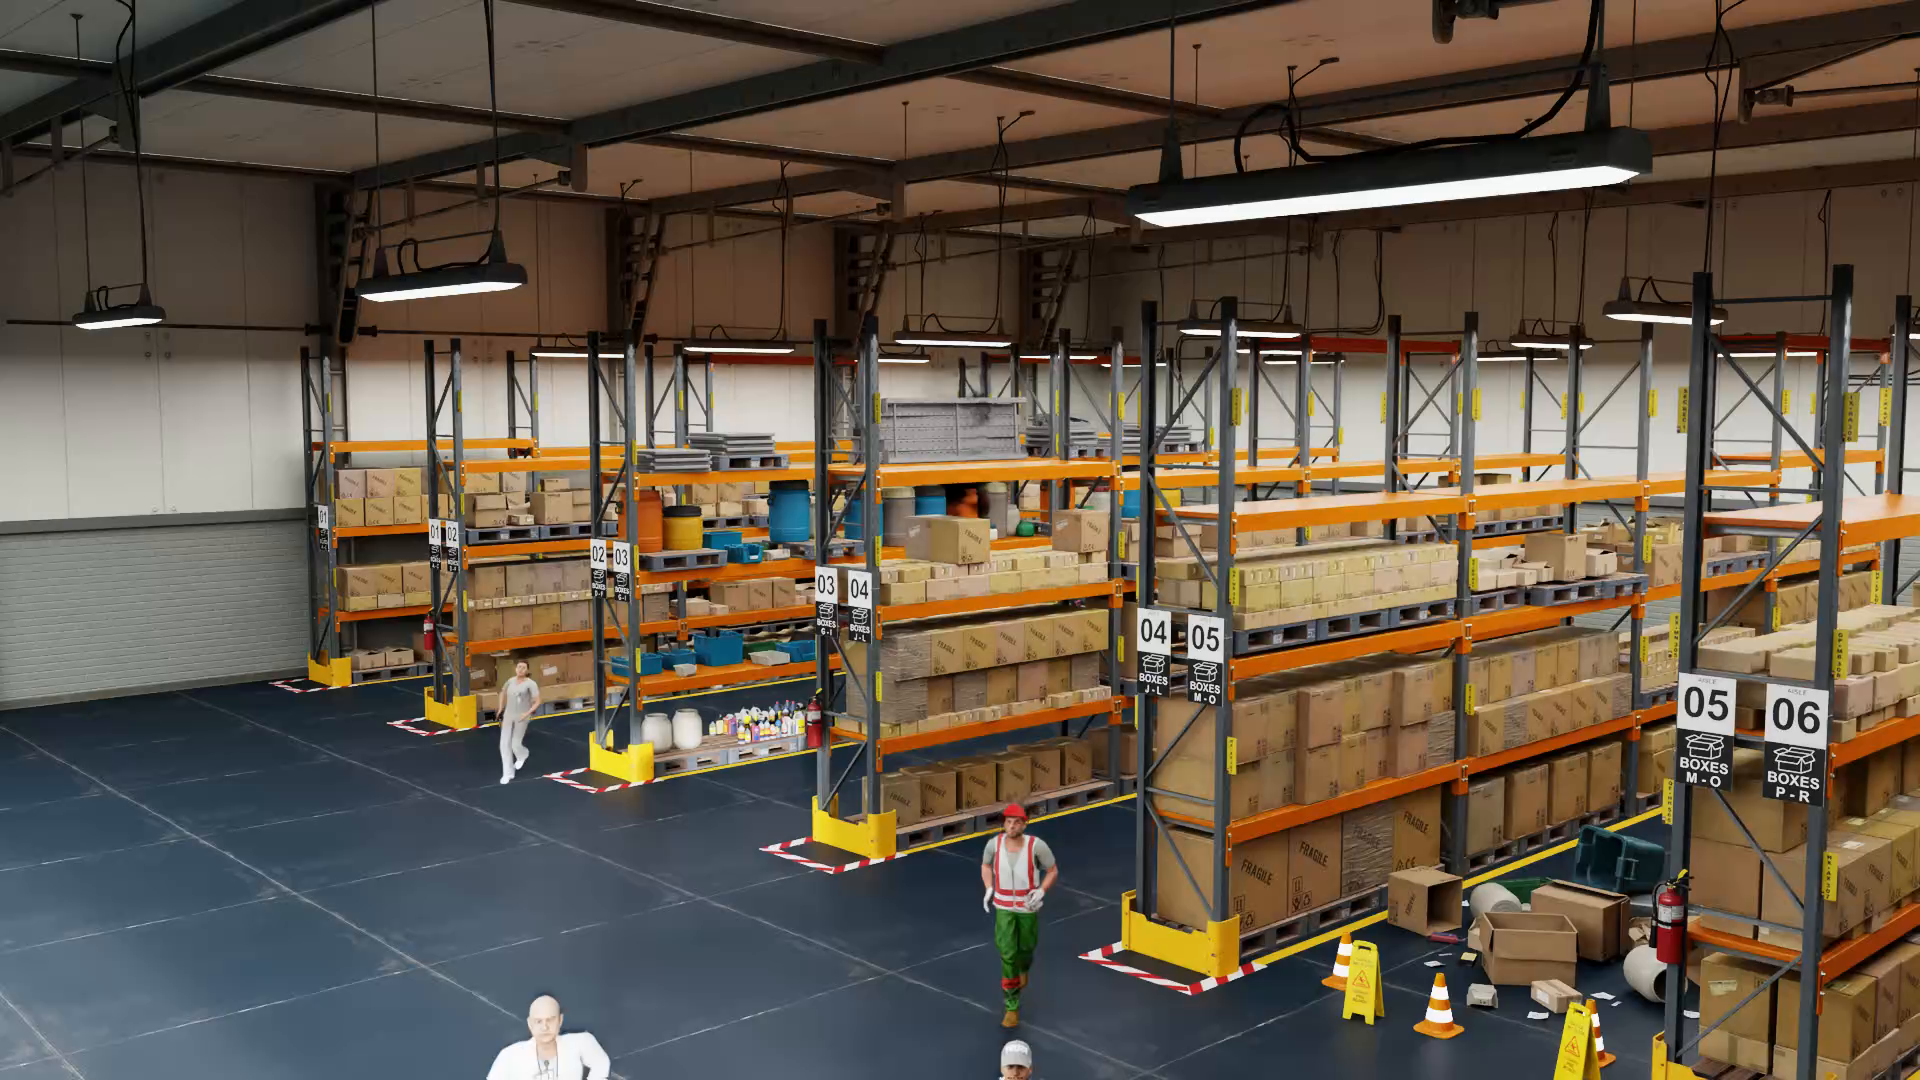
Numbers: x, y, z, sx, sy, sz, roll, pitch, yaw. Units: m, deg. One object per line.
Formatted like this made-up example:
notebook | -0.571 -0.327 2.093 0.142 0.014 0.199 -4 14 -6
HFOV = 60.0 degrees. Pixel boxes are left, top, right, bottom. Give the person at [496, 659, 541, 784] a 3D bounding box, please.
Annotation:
person | -5.898 2.401 22.301 0.606 1.643 0.673 1 5 10

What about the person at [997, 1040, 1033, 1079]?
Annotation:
person | 0.299 3.550 9.161 0.616 1.624 0.724 0 5 5

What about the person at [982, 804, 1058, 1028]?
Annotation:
person | 0.489 3.049 13.815 0.652 1.775 0.870 1 5 9

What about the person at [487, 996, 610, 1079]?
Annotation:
person | -2.314 3.438 9.340 0.710 1.781 1.049 -1 5 -14
